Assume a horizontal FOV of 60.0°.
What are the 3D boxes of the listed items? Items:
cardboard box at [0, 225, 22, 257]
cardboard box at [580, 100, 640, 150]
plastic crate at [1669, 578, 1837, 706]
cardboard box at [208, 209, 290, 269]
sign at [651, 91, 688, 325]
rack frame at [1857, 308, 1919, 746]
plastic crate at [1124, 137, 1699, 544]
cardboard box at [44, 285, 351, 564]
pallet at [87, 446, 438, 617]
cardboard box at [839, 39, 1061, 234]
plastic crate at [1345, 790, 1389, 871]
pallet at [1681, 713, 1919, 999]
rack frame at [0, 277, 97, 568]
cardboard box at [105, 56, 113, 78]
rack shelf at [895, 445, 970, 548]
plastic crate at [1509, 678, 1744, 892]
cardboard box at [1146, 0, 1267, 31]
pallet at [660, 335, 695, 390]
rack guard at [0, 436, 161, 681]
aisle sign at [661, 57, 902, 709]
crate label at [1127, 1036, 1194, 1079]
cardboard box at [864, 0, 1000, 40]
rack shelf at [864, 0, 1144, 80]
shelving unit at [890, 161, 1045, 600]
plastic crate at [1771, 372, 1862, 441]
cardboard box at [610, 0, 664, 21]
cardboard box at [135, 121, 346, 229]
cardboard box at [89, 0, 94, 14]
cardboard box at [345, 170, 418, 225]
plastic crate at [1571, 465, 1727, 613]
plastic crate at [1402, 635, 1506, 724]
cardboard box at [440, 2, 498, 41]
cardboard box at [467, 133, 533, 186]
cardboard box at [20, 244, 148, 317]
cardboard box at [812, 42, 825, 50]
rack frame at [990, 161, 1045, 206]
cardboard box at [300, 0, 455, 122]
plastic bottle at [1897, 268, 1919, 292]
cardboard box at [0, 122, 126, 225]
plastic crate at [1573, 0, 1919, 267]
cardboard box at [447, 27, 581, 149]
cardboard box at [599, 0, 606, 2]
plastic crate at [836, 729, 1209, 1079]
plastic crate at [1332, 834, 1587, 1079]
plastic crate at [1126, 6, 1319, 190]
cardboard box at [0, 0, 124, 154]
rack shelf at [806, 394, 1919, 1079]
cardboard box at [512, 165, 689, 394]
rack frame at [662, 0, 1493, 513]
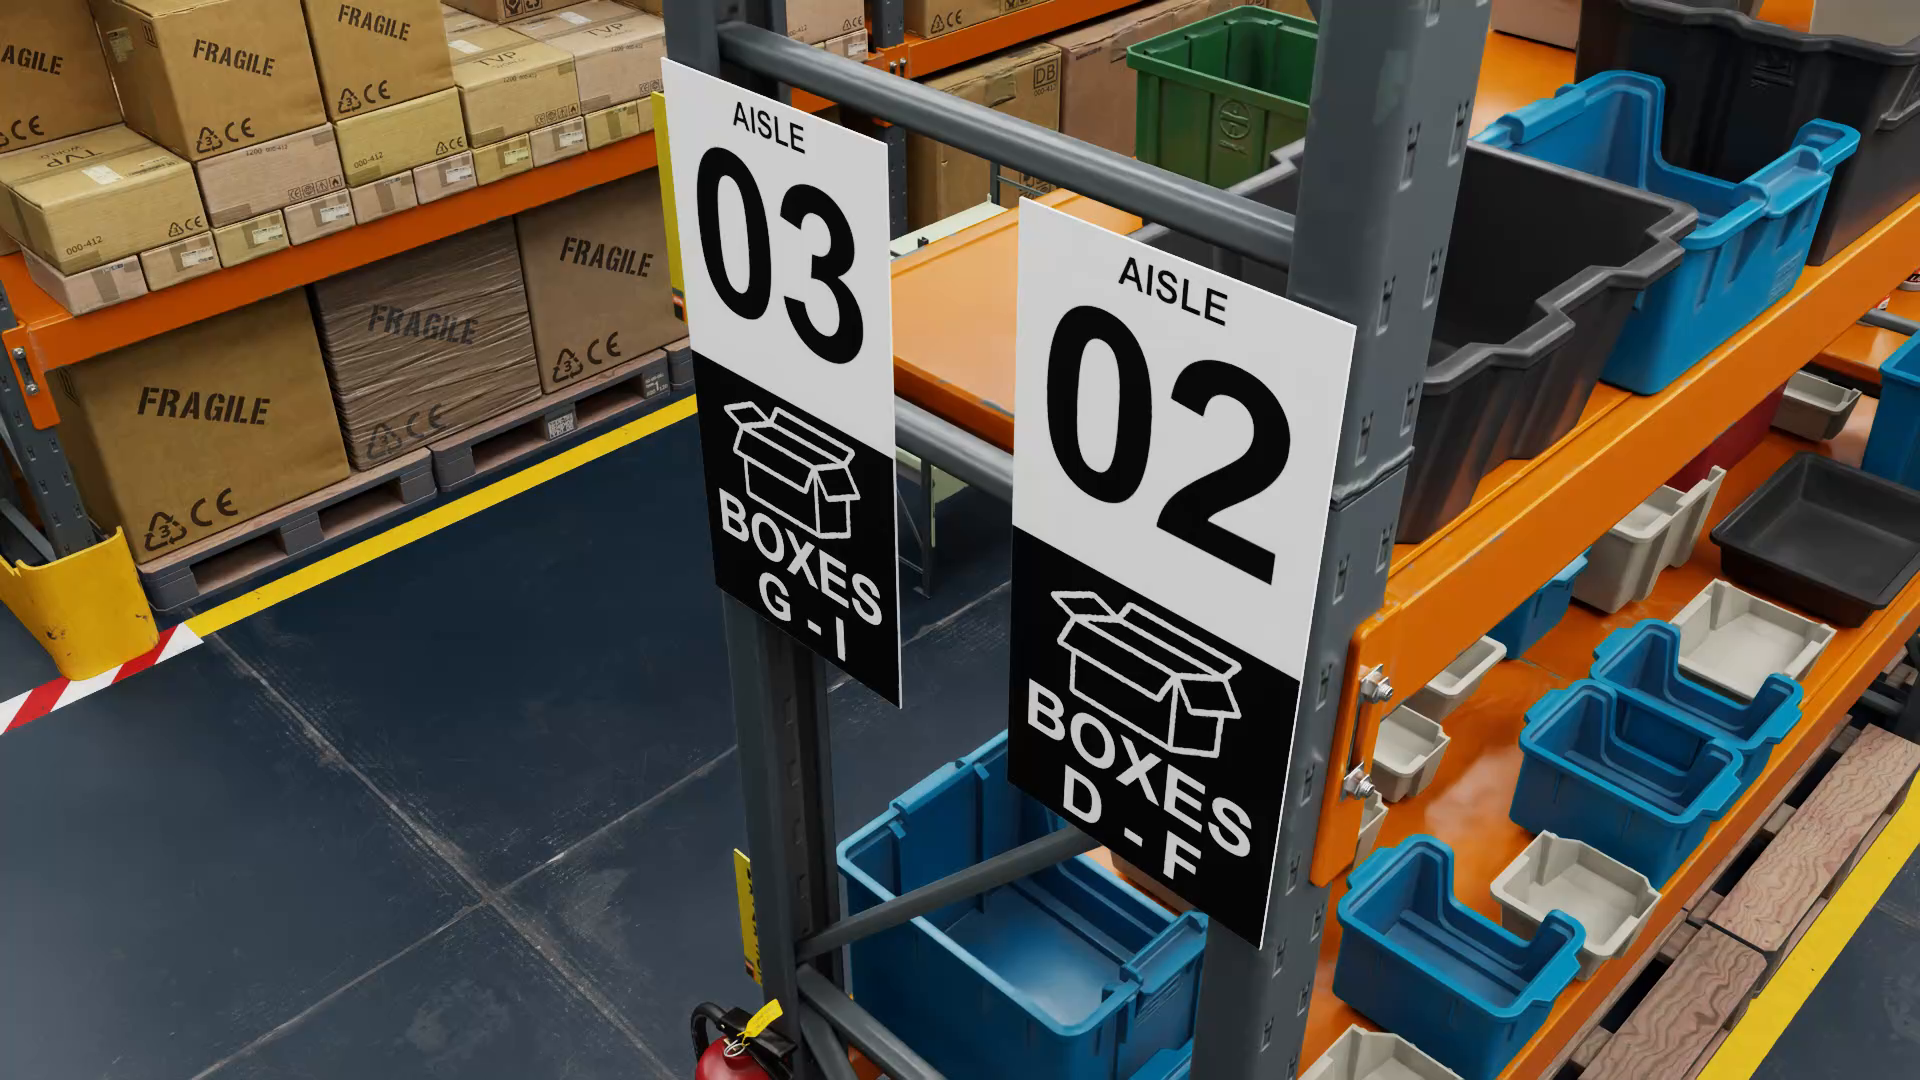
[{"bbox_3d":[-3.458,-1.193,6.057,0.250,0.149,0.380,-29,44,-35],"label":"cardboard box"},{"bbox_3d":[-1.544,-1.762,6.873,0.380,0.149,0.250,29,44,35],"label":"cardboard box"},{"bbox_3d":[1.845,0.266,3.925,0.293,0.136,0.466,30,45,35],"label":"plastic crate"},{"bbox_3d":[-2.631,-1.135,5.975,0.380,0.149,0.250,28,44,34],"label":"cardboard box"},{"bbox_3d":[-0.362,-0.425,2.206,0.100,0.325,0.005,30,45,35],"label":"sign"},{"bbox_3d":[2.858,-0.646,5.054,1.000,3.000,0.127,30,45,35],"label":"rack frame"},{"bbox_3d":[0.509,-0.243,1.968,0.497,0.269,0.590,30,45,35],"label":"plastic crate"},{"bbox_3d":[-3.081,-0.611,6.494,0.875,0.875,0.875,30,45,35],"label":"cardboard box"},{"bbox_3d":[-2.967,-0.231,6.896,1.003,0.211,1.213,30,45,35],"label":"pallet"},{"bbox_3d":[-0.220,-2.211,8.788,1.225,0.875,0.875,30,45,35],"label":"cardboard box"},{"bbox_3d":[0.701,0.546,3.524,0.396,0.136,0.243,30,45,35],"label":"plastic crate"},{"bbox_3d":[2.368,0.812,5.401,1.003,0.211,1.213,30,45,35],"label":"pallet"},{"bbox_3d":[-3.475,-1.018,5.588,1.000,3.000,0.127,30,45,35],"label":"rack frame"},{"bbox_3d":[-5.293,-2.955,10.230,0.250,0.149,0.380,-28,43,-34],"label":"cardboard box"},{"bbox_3d":[0.005,-0.350,6.511,0.431,0.370,0.720,30,45,35],"label":"rack shelf"},{"bbox_3d":[1.375,0.520,3.476,0.416,0.233,0.300,30,45,35],"label":"plastic crate"},{"bbox_3d":[1.027,-2.936,9.828,1.225,0.875,0.875,30,45,35],"label":"cardboard box"},{"bbox_3d":[-1.248,-1.221,8.317,1.003,0.211,1.213,30,45,35],"label":"pallet"},{"bbox_3d":[-3.492,0.017,6.289,1.175,0.500,0.348,30,45,35],"label":"rack guard"},{"bbox_3d":[-0.219,-0.177,2.109,0.394,0.787,0.004,30,45,35],"label":"aisle sign"},{"bbox_3d":[0.448,1.054,2.710,0.416,0.233,0.303,30,45,35],"label":"crate label"},{"bbox_3d":[-0.155,-2.769,8.011,0.500,0.500,0.500,-30,45,-35],"label":"cardboard box"},{"bbox_3d":[0.753,-3.159,9.286,1.077,0.370,4.000,30,45,35],"label":"rack shelf"},{"bbox_3d":[0.005,-0.618,6.325,0.431,1.500,0.755,30,45,35],"label":"shelving unit"},{"bbox_3d":[2.429,-0.431,4.924,0.396,0.136,0.243,30,45,35],"label":"plastic crate"},{"bbox_3d":[-1.144,-2.207,7.163,0.500,0.250,0.500,-28,44,-34],"label":"cardboard box"},{"bbox_3d":[-2.583,-1.379,5.976,0.500,0.250,0.500,29,44,35],"label":"cardboard box"},{"bbox_3d":[-5.412,-3.333,10.512,0.380,0.149,0.250,28,43,34],"label":"cardboard box"},{"bbox_3d":[-2.268,-1.344,6.275,0.380,0.149,0.250,29,44,34],"label":"cardboard box"},{"bbox_3d":[1.652,-0.076,4.288,0.437,0.282,0.530,30,45,35],"label":"plastic crate"},{"bbox_3d":[1.075,0.295,3.883,0.298,0.136,0.250,30,45,35],"label":"plastic crate"},{"bbox_3d":[-2.241,-2.008,6.878,0.500,0.250,0.500,30,45,35],"label":"cardboard box"},{"bbox_3d":[-1.908,-1.551,6.572,0.380,0.149,0.250,28,44,34],"label":"cardboard box"},{"bbox_3d":[-2.990,-0.926,5.676,0.250,0.149,0.380,-29,44,-35],"label":"cardboard box"},{"bbox_3d":[-0.820,-2.178,7.471,0.250,0.149,0.380,-29,44,-35],"label":"cardboard box"},{"bbox_3d":[0.263,-0.766,6.538,0.400,1.500,0.023,30,45,35],"label":"rack frame"},{"bbox_3d":[-2.232,-1.888,6.051,0.500,0.500,0.500,28,44,34],"label":"cardboard box"},{"bbox_3d":[3.266,-0.960,5.678,0.097,0.201,0.097,0,35,0],"label":"plastic bottle"},{"bbox_3d":[-3.322,-1.383,5.981,0.500,0.250,0.500,29,44,35],"label":"cardboard box"},{"bbox_3d":[1.312,-0.736,2.616,0.504,0.338,0.767,30,45,35],"label":"plastic crate"},{"bbox_3d":[-1.863,-1.795,6.573,0.500,0.250,0.500,29,44,34],"label":"cardboard box"},{"bbox_3d":[-1.527,-2.418,7.465,0.500,0.250,0.500,29,44,35],"label":"cardboard box"},{"bbox_3d":[0.143,0.727,3.001,0.616,0.435,0.499,30,45,35],"label":"plastic crate"},{"bbox_3d":[0.912,0.787,3.093,0.416,0.233,0.300,30,45,35],"label":"plastic crate"},{"bbox_3d":[0.532,-0.681,2.667,0.450,0.188,0.336,30,45,35],"label":"plastic crate"},{"bbox_3d":[-3.318,-1.690,5.767,0.500,0.500,0.500,-29,44,-35],"label":"cardboard box"},{"bbox_3d":[1.449,0.461,4.096,1.077,0.370,4.000,30,45,35],"label":"rack shelf"},{"bbox_3d":[-1.812,-1.342,7.542,0.875,0.875,0.875,30,45,35],"label":"cardboard box"},{"bbox_3d":[0.040,-1.483,1.010,1.000,3.000,0.127,30,45,35],"label":"rack frame"}]
